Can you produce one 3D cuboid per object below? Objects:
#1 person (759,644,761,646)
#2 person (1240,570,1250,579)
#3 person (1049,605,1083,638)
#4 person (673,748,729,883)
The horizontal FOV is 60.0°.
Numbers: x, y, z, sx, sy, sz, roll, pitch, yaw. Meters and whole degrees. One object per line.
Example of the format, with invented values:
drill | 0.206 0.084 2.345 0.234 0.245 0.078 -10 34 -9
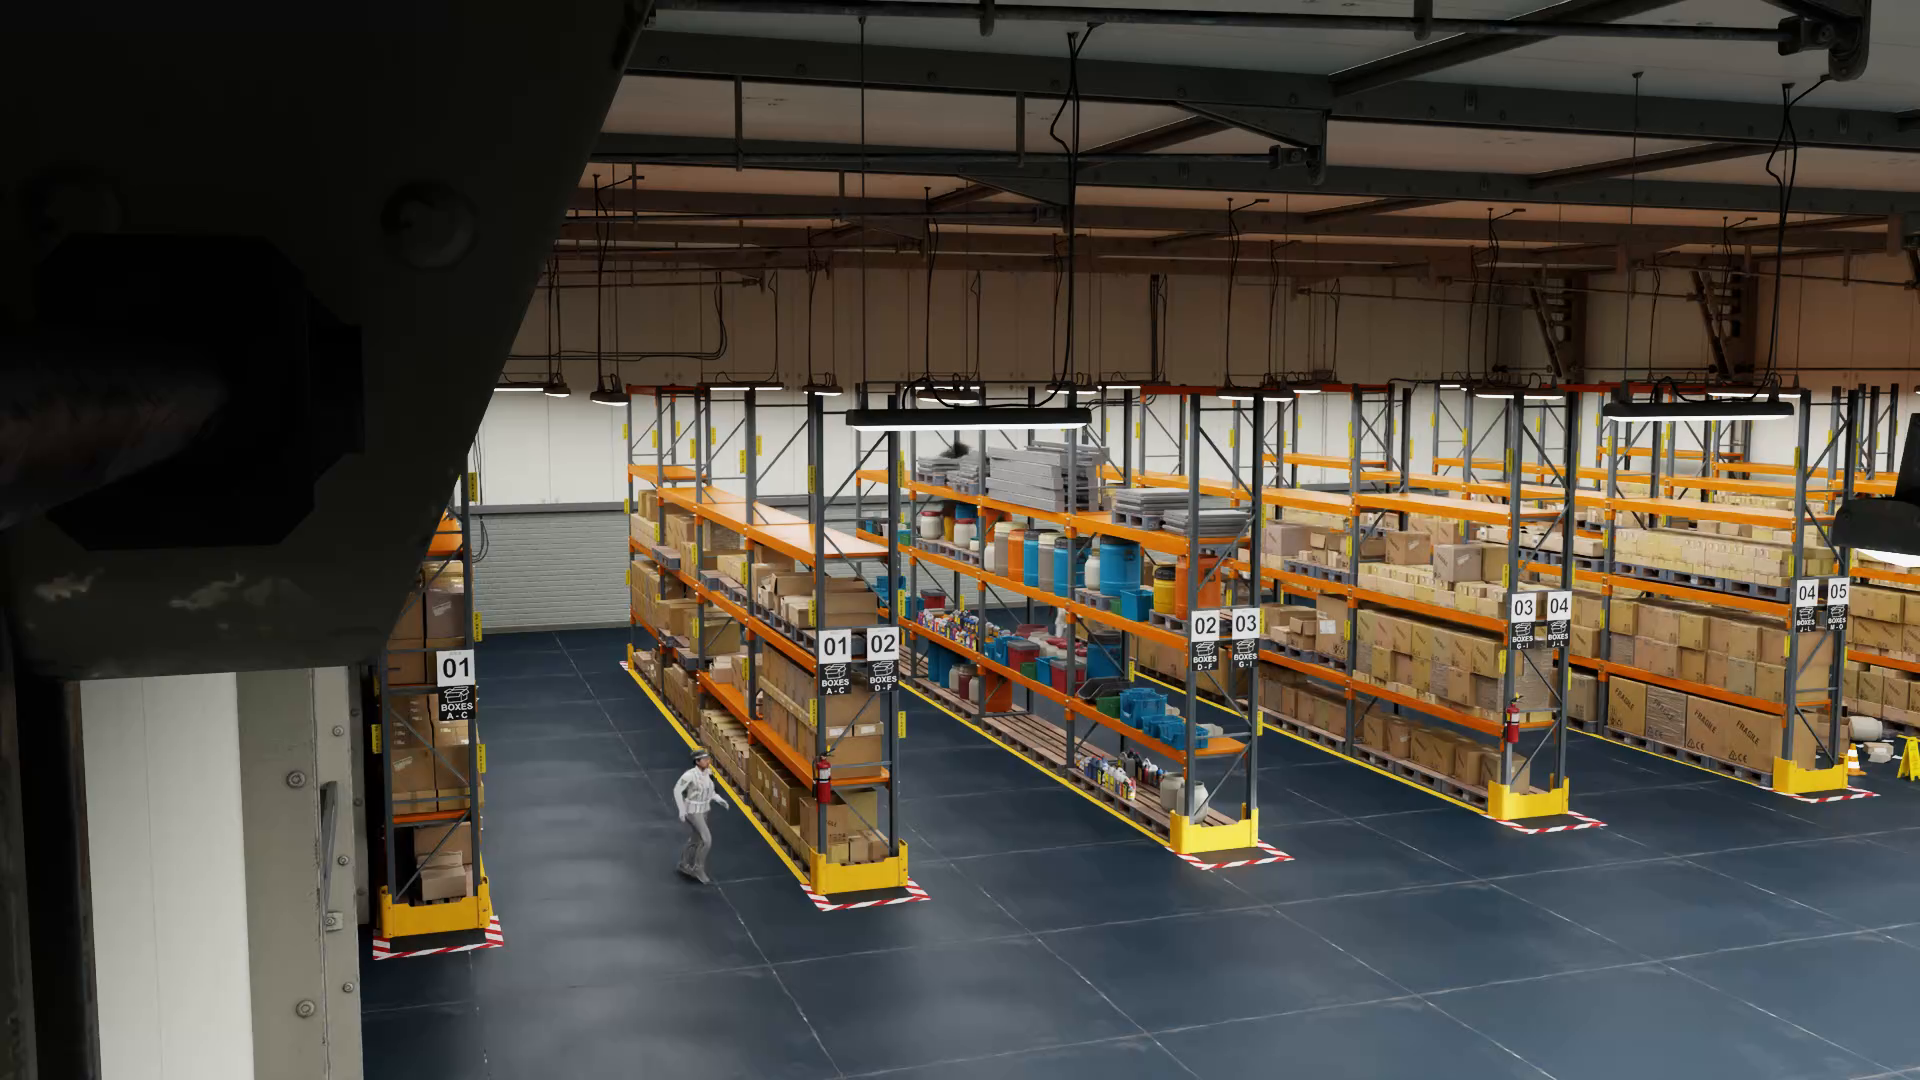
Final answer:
person | -4.638 1.606 38.210 0.506 1.592 0.720 1 6 7
person | 7.360 1.094 42.146 0.662 1.846 0.865 3 7 27
person | 2.274 1.855 35.698 0.704 1.533 1.108 0 6 0
person | -3.232 3.391 20.559 0.778 1.706 0.517 3 7 26
